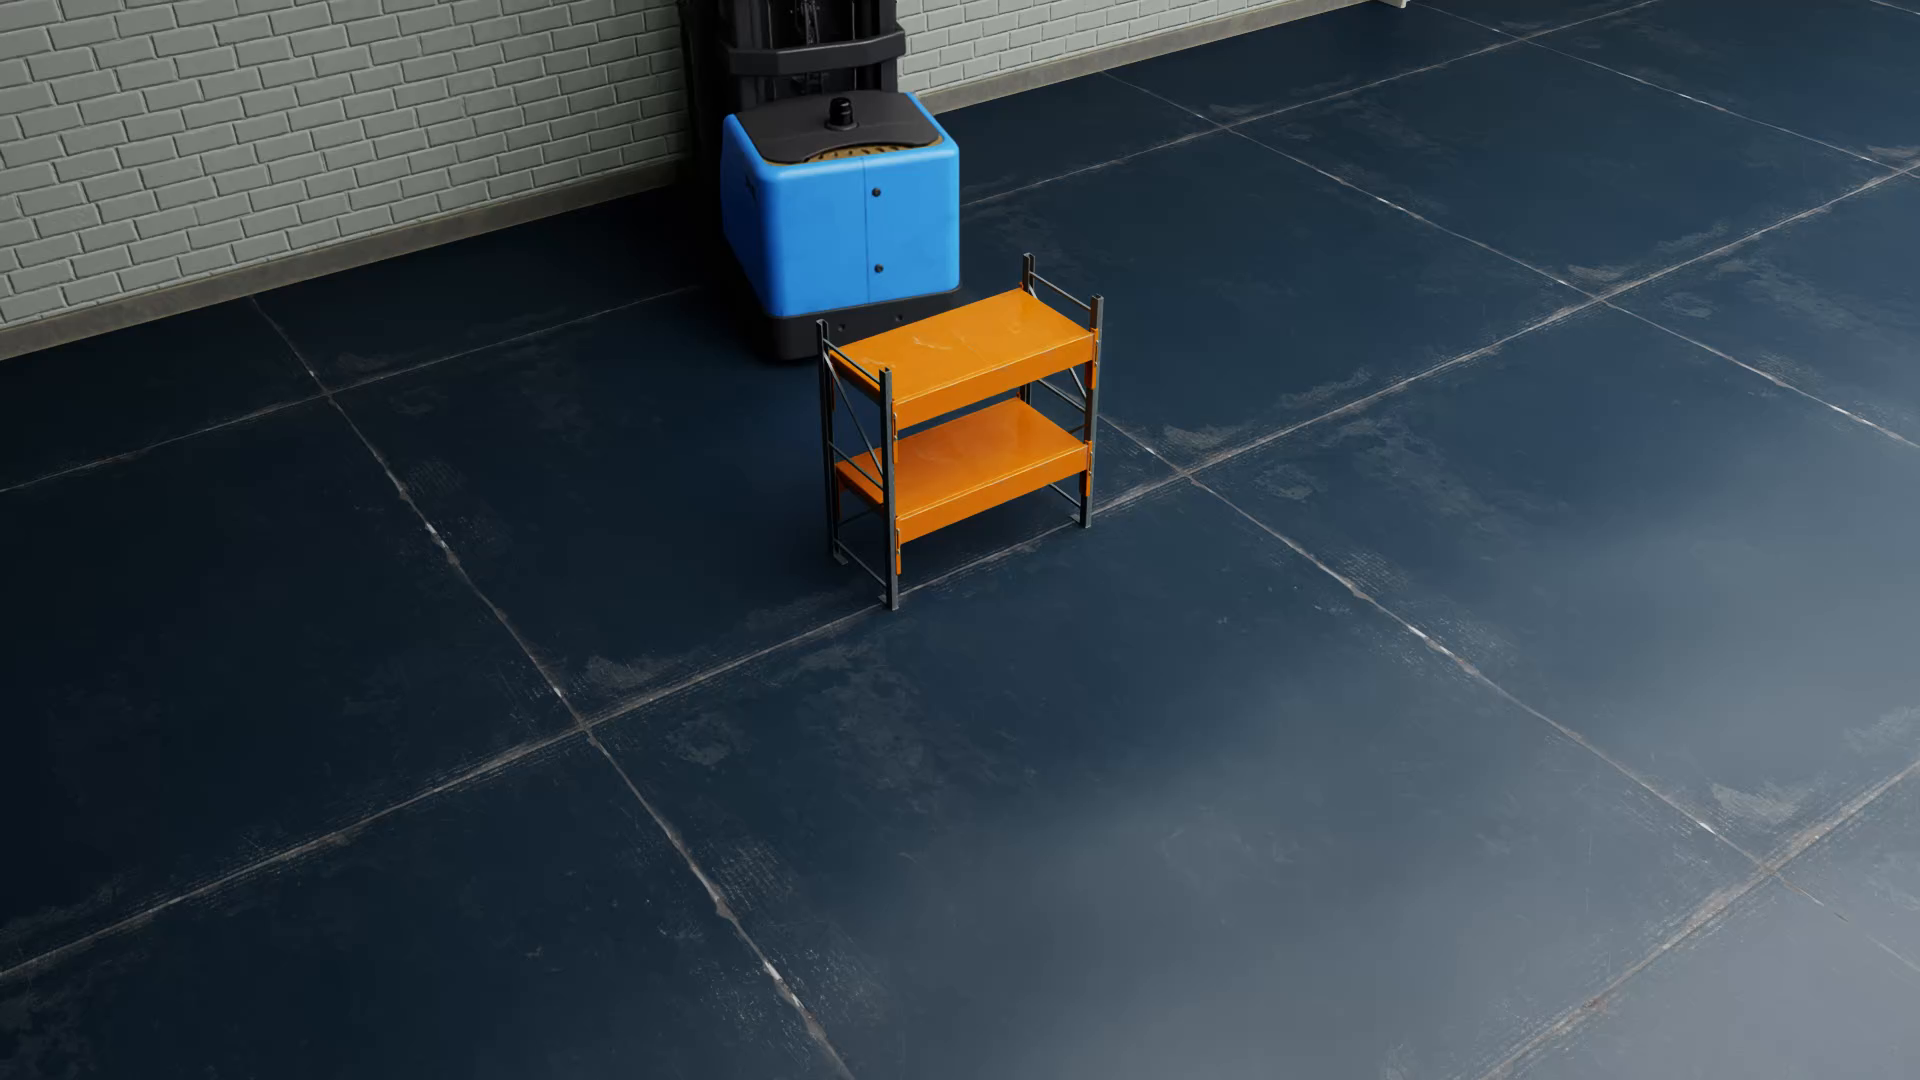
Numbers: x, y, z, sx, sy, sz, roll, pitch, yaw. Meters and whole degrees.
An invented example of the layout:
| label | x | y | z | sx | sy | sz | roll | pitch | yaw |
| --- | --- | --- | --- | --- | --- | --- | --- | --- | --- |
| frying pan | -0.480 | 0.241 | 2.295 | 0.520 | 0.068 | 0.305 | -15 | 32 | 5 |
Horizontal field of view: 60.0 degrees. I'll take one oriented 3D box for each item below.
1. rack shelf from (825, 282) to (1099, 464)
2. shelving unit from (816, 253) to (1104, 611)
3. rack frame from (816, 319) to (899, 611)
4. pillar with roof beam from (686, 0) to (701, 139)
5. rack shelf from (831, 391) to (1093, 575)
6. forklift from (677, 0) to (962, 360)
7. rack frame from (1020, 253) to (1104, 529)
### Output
| label | x | y | z | sx | sy | sz | roll | pitch | yaw |
| --- | --- | --- | --- | --- | --- | --- | --- | --- | --- |
| rack shelf | 0.006 | -0.697 | 6.754 | 1.000 | 0.278 | 0.538 | -22 | 41 | -28 |
| shelving unit | 0.006 | -0.459 | 6.925 | 1.048 | 1.125 | 0.538 | -22 | 41 | -28 |
| rack frame | -0.410 | -0.288 | 6.687 | 0.032 | 1.125 | 0.500 | -22 | 41 | -28 |
| pillar with roof beam | 1.111 | -3.898 | 4.963 | 0.400 | 9.000 | 9.100 | -22 | 41 | -28 |
| rack shelf | 0.006 | -0.260 | 7.067 | 1.000 | 0.278 | 0.538 | -22 | 41 | -28 |
| forklift | -0.951 | -2.957 | 8.851 | 1.130 | 2.935 | 3.031 | -11 | 37 | -15 |
| rack frame | 0.421 | -0.630 | 7.162 | 0.032 | 1.125 | 0.500 | -22 | 41 | -28 |
